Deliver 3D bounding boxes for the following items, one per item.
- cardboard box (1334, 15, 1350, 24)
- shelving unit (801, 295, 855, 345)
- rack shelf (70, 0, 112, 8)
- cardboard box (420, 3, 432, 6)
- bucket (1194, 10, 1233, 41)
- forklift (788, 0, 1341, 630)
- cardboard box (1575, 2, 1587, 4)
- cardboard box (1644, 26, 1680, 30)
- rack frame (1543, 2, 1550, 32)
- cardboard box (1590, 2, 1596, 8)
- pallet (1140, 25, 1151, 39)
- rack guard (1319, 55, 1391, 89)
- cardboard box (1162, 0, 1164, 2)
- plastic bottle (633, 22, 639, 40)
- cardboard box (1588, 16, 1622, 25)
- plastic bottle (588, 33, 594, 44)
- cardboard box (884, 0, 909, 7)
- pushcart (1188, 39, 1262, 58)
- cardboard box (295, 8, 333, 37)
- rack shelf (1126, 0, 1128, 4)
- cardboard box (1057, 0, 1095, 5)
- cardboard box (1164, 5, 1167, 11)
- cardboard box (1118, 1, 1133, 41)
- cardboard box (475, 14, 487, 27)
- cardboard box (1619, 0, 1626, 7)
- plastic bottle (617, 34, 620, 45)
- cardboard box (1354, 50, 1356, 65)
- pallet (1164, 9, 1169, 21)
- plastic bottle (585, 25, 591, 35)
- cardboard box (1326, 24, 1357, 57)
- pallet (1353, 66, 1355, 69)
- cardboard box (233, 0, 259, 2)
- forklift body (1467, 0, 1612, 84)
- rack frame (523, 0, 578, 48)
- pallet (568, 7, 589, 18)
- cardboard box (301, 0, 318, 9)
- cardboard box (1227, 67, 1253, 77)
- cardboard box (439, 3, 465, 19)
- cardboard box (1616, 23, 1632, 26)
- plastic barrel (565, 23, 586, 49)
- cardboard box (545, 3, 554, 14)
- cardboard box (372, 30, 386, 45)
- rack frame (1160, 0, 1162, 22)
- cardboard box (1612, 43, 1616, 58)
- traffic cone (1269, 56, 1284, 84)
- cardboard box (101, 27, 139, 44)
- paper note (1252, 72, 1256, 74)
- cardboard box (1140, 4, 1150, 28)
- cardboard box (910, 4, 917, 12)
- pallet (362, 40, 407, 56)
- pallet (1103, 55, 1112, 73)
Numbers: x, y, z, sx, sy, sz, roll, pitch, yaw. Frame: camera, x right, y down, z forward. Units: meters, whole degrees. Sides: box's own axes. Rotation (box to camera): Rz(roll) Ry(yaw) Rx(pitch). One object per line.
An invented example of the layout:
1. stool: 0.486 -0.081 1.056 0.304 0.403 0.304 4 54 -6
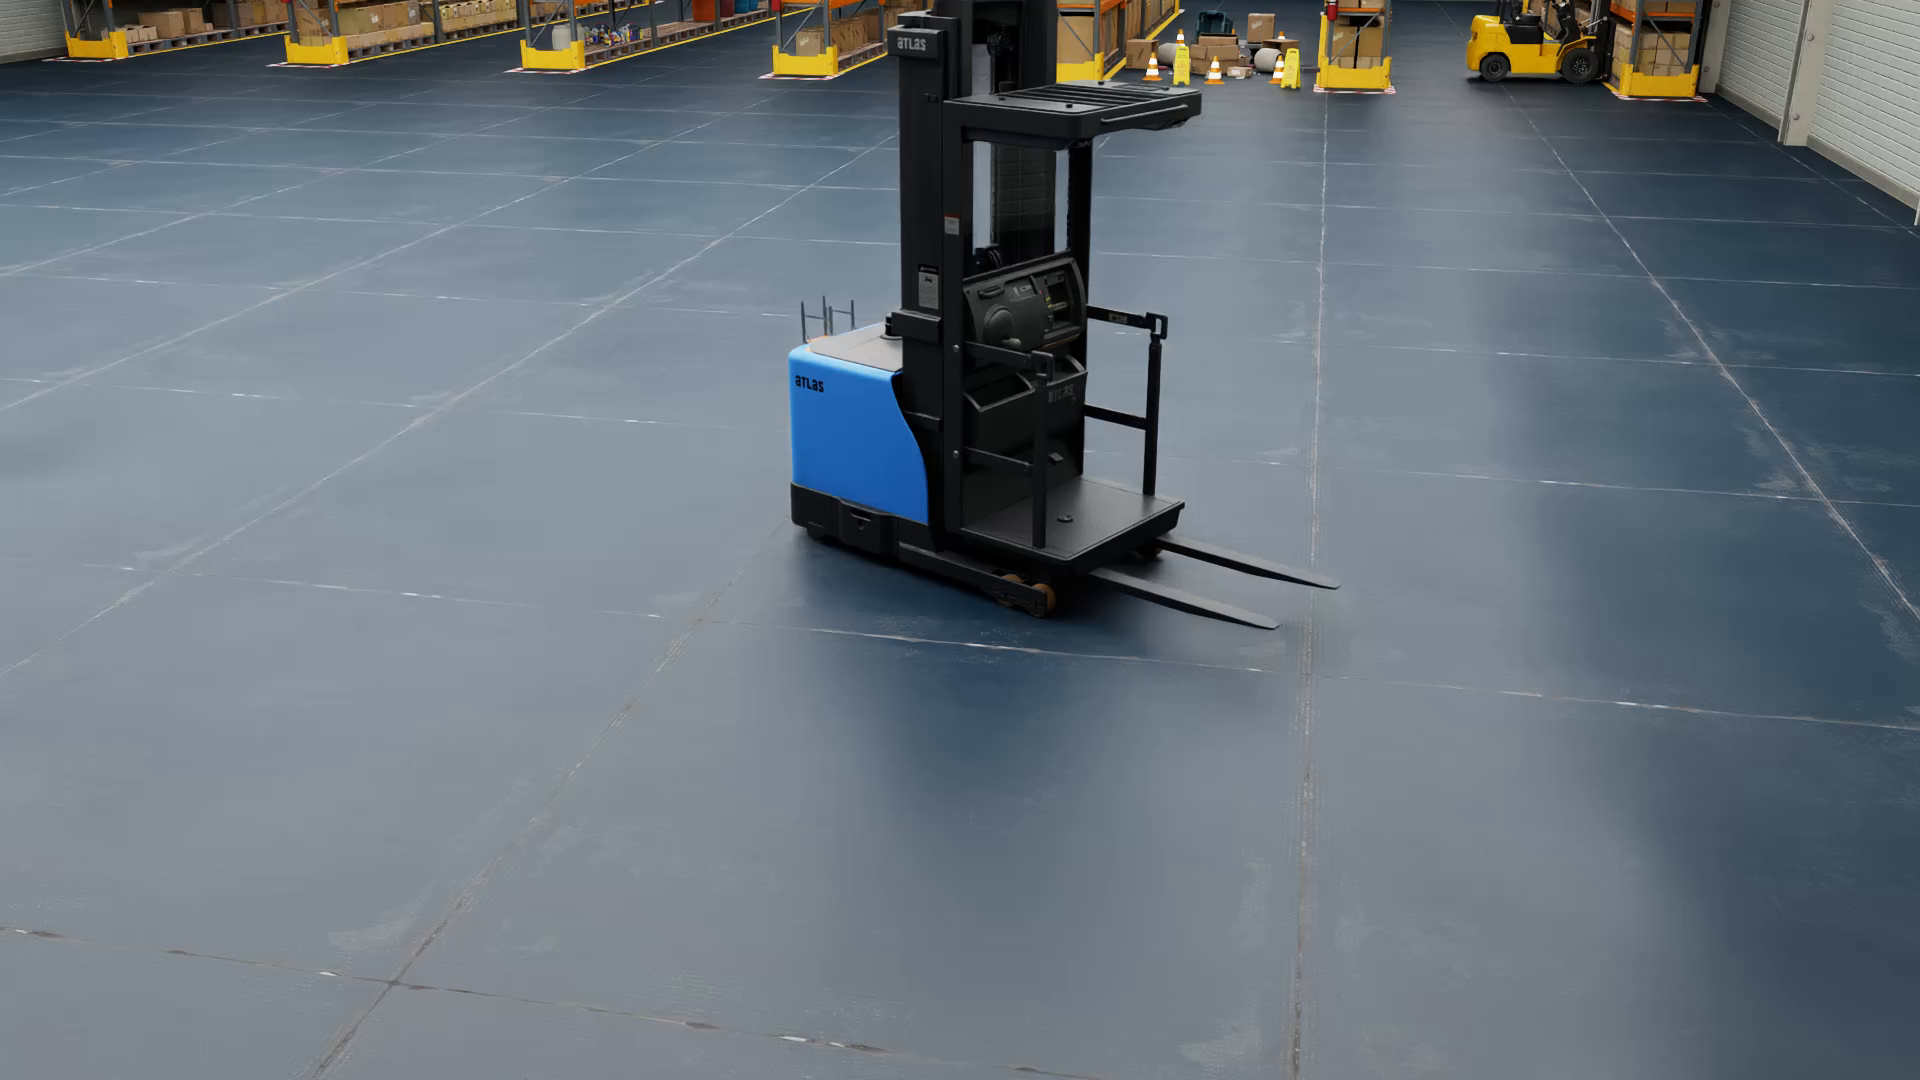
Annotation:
1. cardboard box: 6.746 -9.268 29.596 0.380 0.149 0.250 5 22 12
2. shelving unit: -0.749 -0.814 9.758 0.258 1.200 0.189 15 26 36
3. rack shelf: -17.012 -11.533 34.938 1.077 0.370 4.000 4 22 11
4. cardboard box: -11.851 -11.762 36.912 0.500 0.311 0.500 5 22 12
5. bucket: 5.008 -10.012 32.545 0.726 0.611 0.620 13 15 29
6. forklift: 0.503 -1.195 8.396 3.031 2.935 1.130 17 28 36
7. cardboard box: 13.297 -11.527 35.876 0.380 0.149 0.250 4 22 9
8. cardboard box: 12.183 -8.780 28.919 0.500 0.250 0.500 4 22 11
9. rack frame: 14.138 -13.259 38.260 1.000 3.000 0.127 4 22 11
10. cardboard box: 13.786 -11.491 35.787 0.380 0.149 0.250 5 22 12
11. pallet: 3.756 -11.506 37.640 1.003 0.211 1.213 4 22 11
12. rack guard: 6.845 -8.116 28.835 1.175 0.500 0.348 4 22 11
13. cardboard box: 4.914 -13.484 41.674 0.380 0.149 0.250 6 23 13
14. plastic bottle: -6.754 -10.561 34.518 0.144 0.351 0.185 4 22 9
15. cardboard box: 12.767 -9.901 32.540 0.875 0.625 0.625 4 22 10
16. plastic bottle: -7.512 -10.200 33.822 0.097 0.201 0.097 0 22 0
17. cardboard box: -1.446 -11.879 36.587 0.500 0.250 0.500 7 23 17
18. pushcart: 5.403 -9.649 32.808 1.648 0.377 0.936 -3 22 -8
19. cardboard box: -12.751 -10.245 32.892 0.500 0.500 0.500 4 22 11
20. rack shelf: 3.187 -11.448 34.728 1.077 0.370 4.000 4 22 11
21. cardboard box: 1.994 -9.796 29.462 0.875 0.550 0.550 4 22 11
22. cardboard box: 5.025 -13.435 41.952 0.380 0.149 0.250 4 22 9
23. cardboard box: 3.018 -10.788 34.575 1.050 0.750 0.750 4 22 11
24. cardboard box: -11.115 -11.833 37.837 0.500 0.250 0.500 5 22 12
25. cardboard box: 11.752 -9.493 28.776 0.500 0.500 0.500 4 22 10
26. plastic bottle: -6.935 -10.124 33.633 0.097 0.201 0.097 0 22 0
27. cardboard box: 7.475 -8.827 30.375 0.500 0.250 0.500 6 23 15
28. pallet: 4.760 -13.379 42.290 1.003 0.211 1.213 4 22 11
29. plastic bottle: -7.601 -10.331 33.946 0.144 0.351 0.185 4 22 10
30. cardboard box: 6.737 -8.827 29.371 0.500 0.500 0.500 5 22 11
31. pallet: 7.045 -8.276 29.620 1.003 0.211 1.213 4 22 11
32. cardboard box: -16.383 -12.423 37.937 0.500 0.250 0.500 4 22 10
33. forklift body: 10.290 -9.309 29.589 2.313 2.155 1.214 4 22 11
34. rack frame: -7.721 -10.380 31.113 1.000 3.000 0.127 4 22 11
35. pallet: -10.250 -13.554 42.726 1.003 0.211 1.213 4 22 11
36. cardboard box: -15.883 -12.839 39.974 0.700 0.500 0.500 5 22 12
37. cardboard box: 5.119 -8.558 30.404 0.380 0.149 0.250 18 28 38
38. cardboard box: -11.318 -11.717 36.798 0.500 0.311 0.500 4 22 10
39. cardboard box: 11.780 -9.003 29.473 0.500 0.250 0.500 4 22 10
40. plastic barrel: -7.559 -9.851 32.566 0.421 0.512 0.421 0 22 0
41. cardboard box: -10.356 -13.249 40.993 0.500 0.500 0.500 4 22 10
42. cardboard box: -12.041 -10.224 33.842 0.500 0.250 0.500 4 22 11
43. rack frame: 4.411 -13.976 40.042 1.000 3.000 0.127 4 22 11
44. cardboard box: 11.680 -8.596 29.133 0.500 0.250 0.500 4 22 10
45. traffic cone: 5.654 -8.326 29.408 0.336 0.463 0.334 4 22 11
46. cardboard box: -17.190 -10.339 34.019 0.500 0.311 0.500 2 22 5
47. paper note: 5.394 -8.662 30.834 0.148 0.019 0.142 13 25 29
48. cardboard box: 3.989 -11.788 37.392 0.500 0.500 0.500 4 22 9
49. cardboard box: -1.357 -11.727 37.212 0.700 0.500 0.500 3 22 8
50. pallet: -12.203 -10.194 34.381 1.003 0.211 1.213 4 22 11
51. pallet: 2.300 -9.037 31.511 1.003 0.211 1.213 4 22 11
